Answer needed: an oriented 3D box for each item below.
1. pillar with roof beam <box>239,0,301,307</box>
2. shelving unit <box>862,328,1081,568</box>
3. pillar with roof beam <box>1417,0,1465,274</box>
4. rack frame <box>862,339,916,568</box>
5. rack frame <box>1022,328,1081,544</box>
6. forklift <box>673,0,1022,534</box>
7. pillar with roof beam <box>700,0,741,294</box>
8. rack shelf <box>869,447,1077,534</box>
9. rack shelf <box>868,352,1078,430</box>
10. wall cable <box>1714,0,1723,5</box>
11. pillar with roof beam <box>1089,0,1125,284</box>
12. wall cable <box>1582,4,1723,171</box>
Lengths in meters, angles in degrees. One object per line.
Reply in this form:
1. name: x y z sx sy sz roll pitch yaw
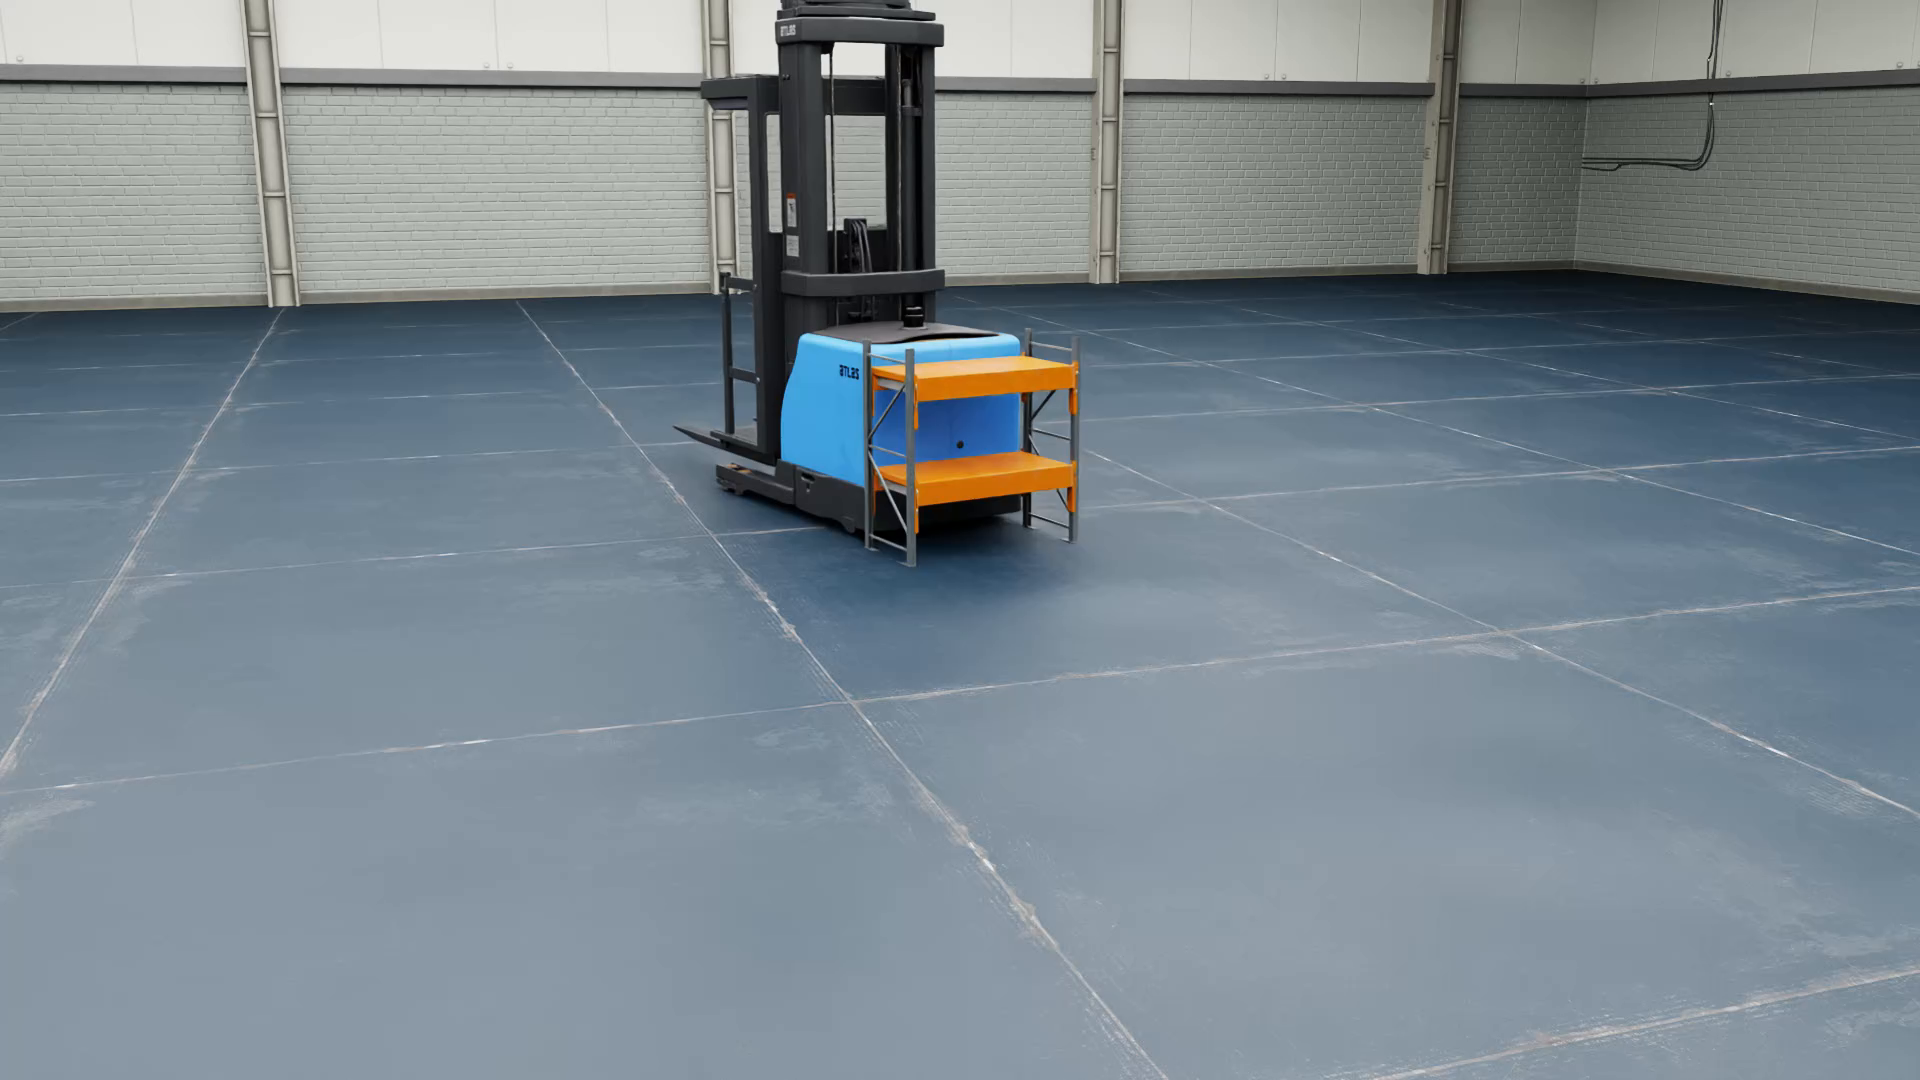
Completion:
1. pillar with roof beam: -7.737 -6.598 17.435 0.400 9.000 9.100 -4 14 -18
2. shelving unit: 0.065 -0.516 8.879 1.048 1.125 0.538 -8 16 -30
3. pillar with roof beam: 9.323 -7.926 23.020 0.400 9.000 9.100 -4 14 -18
4. rack frame: -0.369 -0.454 8.622 0.032 1.125 0.500 -8 16 -30
5. rack frame: 0.499 -0.577 9.137 0.032 1.125 0.500 -8 16 -30
6. forklift: -0.875 -1.751 10.171 1.130 2.935 3.031 -9 16 -32
7. pillar with roof beam: -2.051 -7.041 19.297 0.400 9.000 9.100 -4 14 -18
8. rack shelf: 0.065 -0.278 8.936 1.000 0.278 0.538 -8 16 -30
9. rack shelf: 0.065 -0.800 8.811 1.000 0.278 0.538 -8 16 -30
10. wall cable: 12.026 -9.151 23.965 0.112 2.526 3.097 -4 14 -18
11. pillar with roof beam: 3.636 -7.484 21.158 0.400 9.000 9.100 -4 14 -18
12. wall cable: 11.163 -7.287 27.044 0.112 2.526 3.097 -4 14 -18
